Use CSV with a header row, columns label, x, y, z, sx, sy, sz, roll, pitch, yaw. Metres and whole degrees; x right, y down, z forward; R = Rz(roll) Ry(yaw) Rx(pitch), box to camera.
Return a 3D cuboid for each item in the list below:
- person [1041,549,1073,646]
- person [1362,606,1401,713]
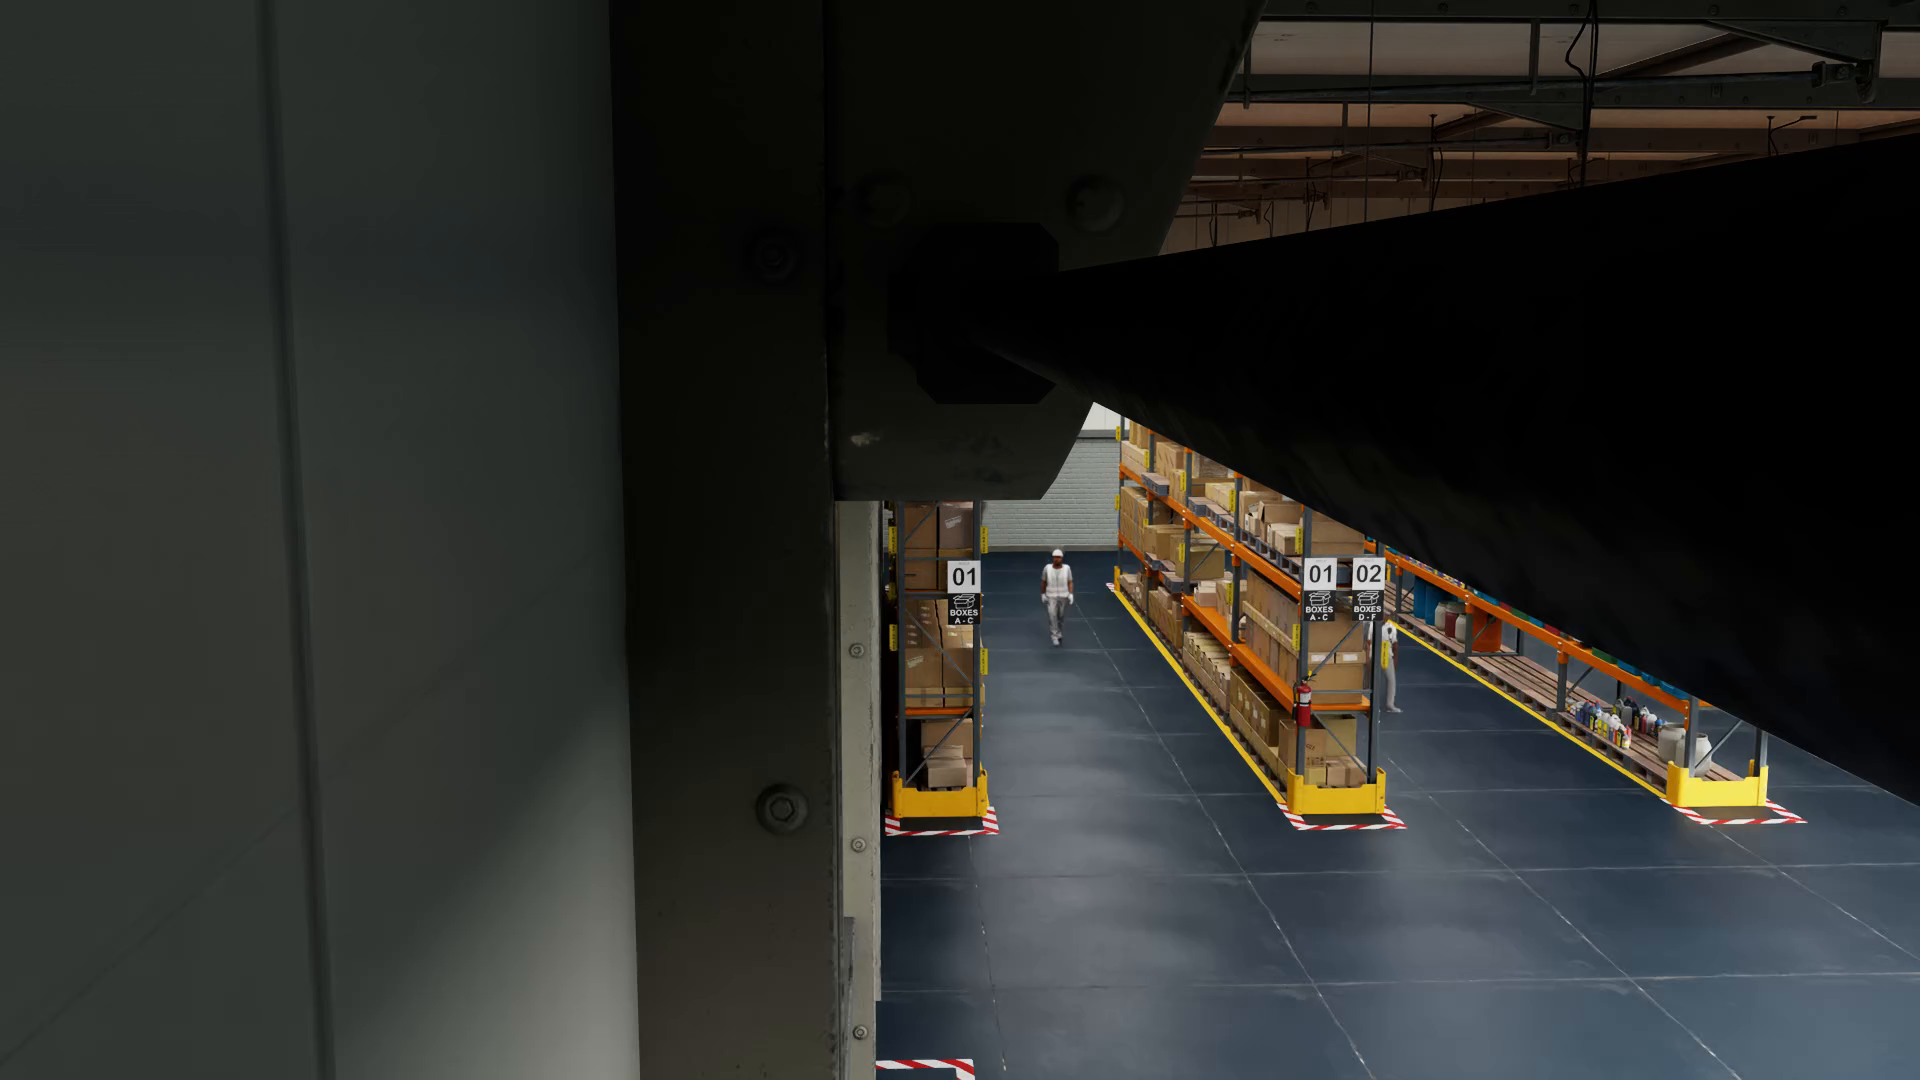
label,x,y,z,sx,sy,sz,roll,pitch,yaw
person,1.806,1.044,30.688,0.575,1.733,1.046,-1,8,-4
person,6.509,1.820,25.767,0.556,1.648,0.979,-2,8,-14
